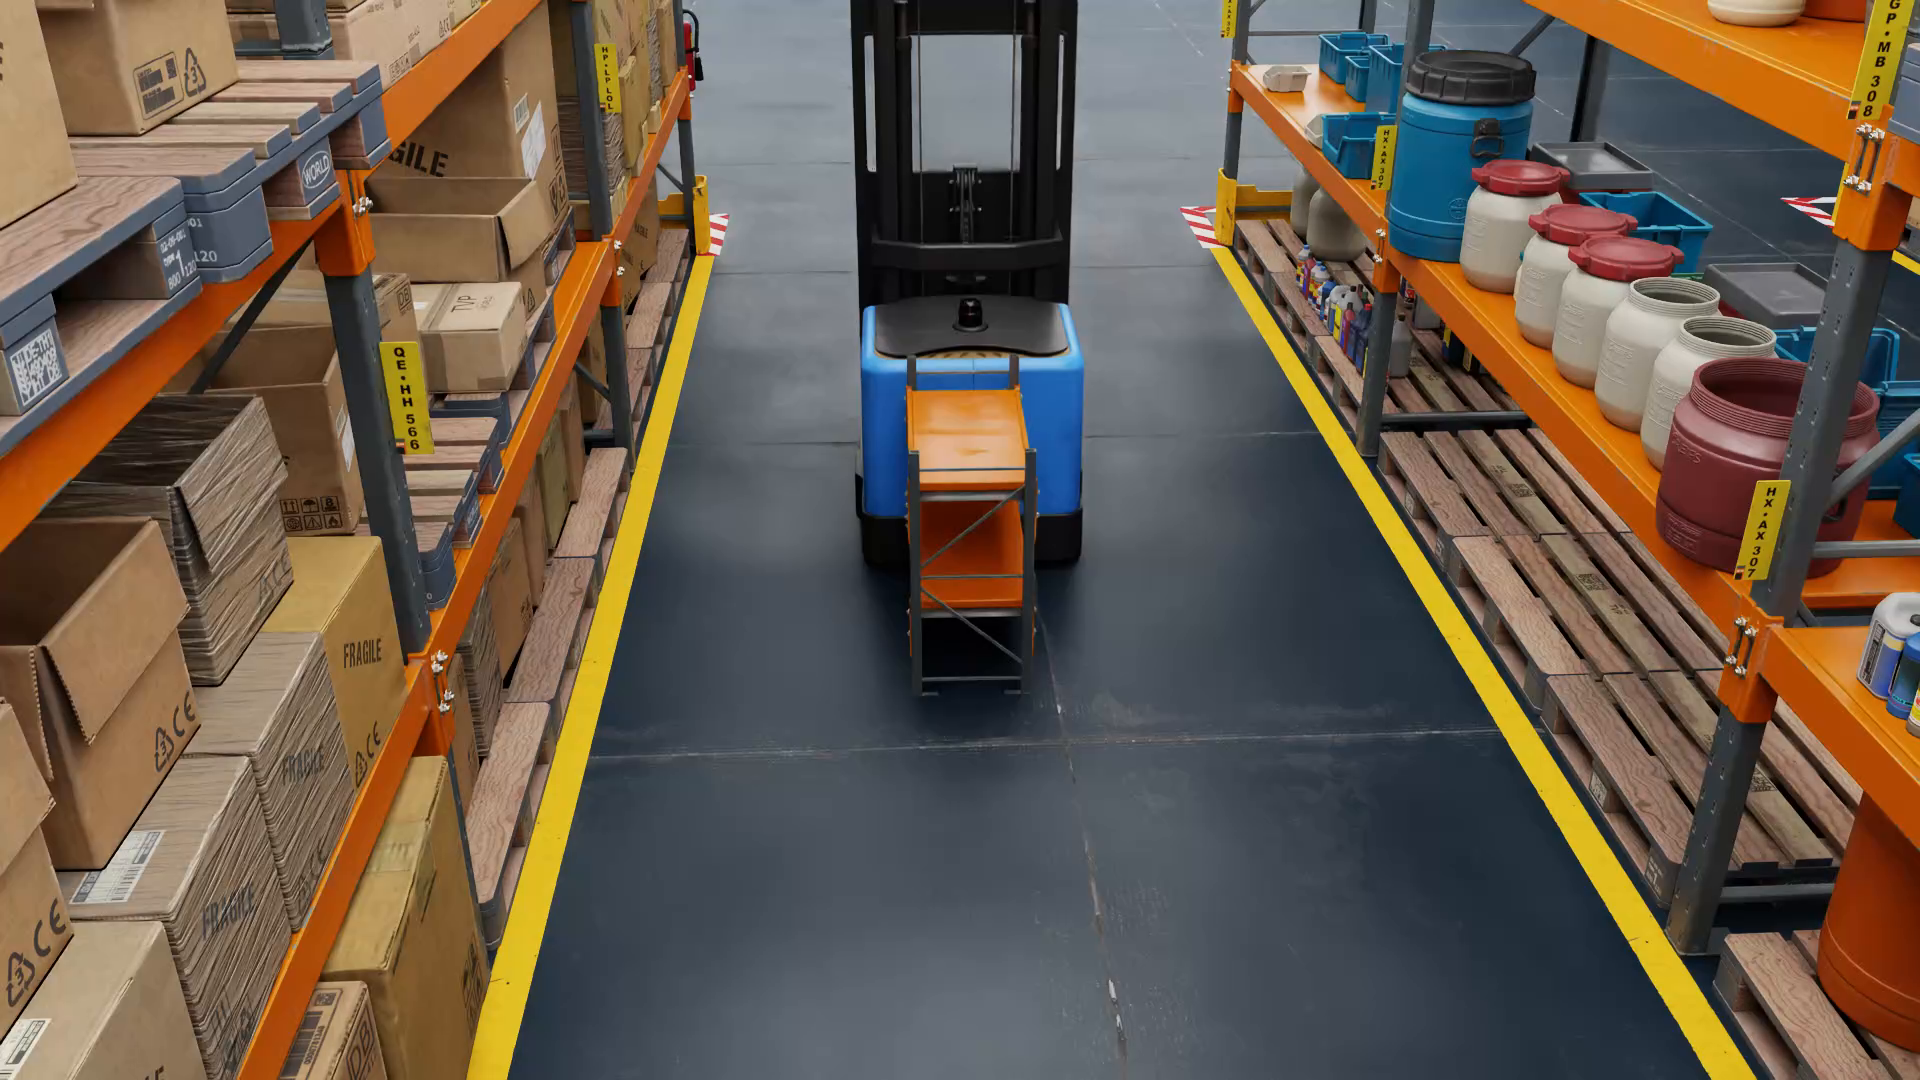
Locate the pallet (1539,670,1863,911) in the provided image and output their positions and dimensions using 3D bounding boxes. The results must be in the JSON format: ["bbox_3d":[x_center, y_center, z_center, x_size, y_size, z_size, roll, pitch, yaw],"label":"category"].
[{"bbox_3d":[2.901,0.907,6.283,1.003,0.211,1.213,-1,28,-3],"label":"pallet"}]

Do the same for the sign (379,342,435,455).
[{"bbox_3d":[-1.489,-0.380,4.482,0.100,0.325,0.005,-1,28,-3],"label":"sign"}]

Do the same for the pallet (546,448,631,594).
[{"bbox_3d":[-2.210,-0.103,8.218,1.003,0.211,1.213,-1,28,-3],"label":"pallet"}]

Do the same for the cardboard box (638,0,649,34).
[{"bbox_3d":[-2.112,-3.224,9.678,0.500,0.500,0.500,-1,28,-3],"label":"cardboard box"}]

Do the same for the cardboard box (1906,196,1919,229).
[{"bbox_3d":[7.238,-2.497,12.314,0.500,0.250,0.500,-1,28,-3],"label":"cardboard box"}]

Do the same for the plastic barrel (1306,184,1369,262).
[{"bbox_3d":[2.622,-2.215,11.489,0.421,0.512,0.421,0,28,0],"label":"plastic barrel"}]

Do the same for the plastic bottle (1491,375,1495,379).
[{"bbox_3d":[3.105,-1.024,9.520,0.097,0.201,0.097,0,28,0],"label":"plastic bottle"}]

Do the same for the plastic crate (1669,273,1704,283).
[{"bbox_3d":[3.067,-0.927,7.012,0.450,0.188,0.662,-1,28,-3],"label":"plastic crate"}]

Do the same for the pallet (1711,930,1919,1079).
[{"bbox_3d":[2.986,1.629,4.899,1.003,0.211,1.213,-1,28,-3],"label":"pallet"}]

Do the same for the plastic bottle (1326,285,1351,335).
[{"bbox_3d":[2.341,-1.409,10.177,0.152,0.276,0.135,-1,28,-2],"label":"plastic bottle"}]

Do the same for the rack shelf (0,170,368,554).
[{"bbox_3d":[-1.939,0.061,2.423,1.077,0.370,4.000,-1,28,-3],"label":"rack shelf"}]

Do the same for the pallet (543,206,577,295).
[{"bbox_3d":[-2.358,-1.257,7.624,1.003,0.211,1.213,-1,28,-3],"label":"pallet"}]

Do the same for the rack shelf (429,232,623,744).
[{"bbox_3d":[-2.148,-0.456,6.658,1.077,0.370,4.000,-1,28,-3],"label":"rack shelf"}]

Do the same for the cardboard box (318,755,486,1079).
[{"bbox_3d":[-2.028,1.224,4.503,1.225,0.875,0.875,-3,28,-5],"label":"cardboard box"}]

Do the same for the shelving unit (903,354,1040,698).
[{"bbox_3d":[0.031,-0.084,7.194,0.538,1.125,1.048,-1,28,-2],"label":"shelving unit"}]

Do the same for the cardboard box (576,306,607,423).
[{"bbox_3d":[-2.233,-0.962,9.100,0.500,0.500,0.500,-2,28,-4],"label":"cardboard box"}]

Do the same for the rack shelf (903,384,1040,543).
[{"bbox_3d":[0.031,-0.343,7.058,0.538,0.278,1.000,-1,28,-2],"label":"rack shelf"}]

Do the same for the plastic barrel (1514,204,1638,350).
[{"bbox_3d":[2.563,-1.092,6.954,0.433,0.535,0.433,0,28,0],"label":"plastic barrel"}]

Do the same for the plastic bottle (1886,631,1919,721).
[{"bbox_3d":[2.581,0.348,4.478,0.097,0.271,0.097,0,28,0],"label":"plastic bottle"}]

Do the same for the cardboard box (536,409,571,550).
[{"bbox_3d":[-2.236,-0.280,7.771,0.700,0.500,0.500,-2,28,-3],"label":"cardboard box"}]

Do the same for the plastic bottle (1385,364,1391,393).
[{"bbox_3d":[2.364,-0.932,9.344,0.097,0.201,0.097,0,28,0],"label":"plastic bottle"}]

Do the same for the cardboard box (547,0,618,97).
[{"bbox_3d":[-2.022,-2.532,8.350,0.500,0.500,0.500,-1,28,-3],"label":"cardboard box"}]

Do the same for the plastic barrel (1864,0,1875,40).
[{"bbox_3d":[3.077,-1.908,4.878,0.600,0.901,0.600,0,28,0],"label":"plastic barrel"}]

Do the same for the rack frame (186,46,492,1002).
[{"bbox_3d":[-2.043,0.149,4.721,1.000,3.000,0.127,-1,28,-3],"label":"rack frame"}]

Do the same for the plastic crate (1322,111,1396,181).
[{"bbox_3d":[2.365,-2.257,9.494,0.499,0.251,0.616,-1,28,-3],"label":"plastic crate"}]

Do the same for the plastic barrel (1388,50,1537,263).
[{"bbox_3d":[2.412,-1.855,8.020,0.600,0.901,0.708,-1,28,-3],"label":"plastic barrel"}]

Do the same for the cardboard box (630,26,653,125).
[{"bbox_3d":[-2.316,-2.776,9.899,0.875,0.500,0.500,-1,28,-3],"label":"cardboard box"}]

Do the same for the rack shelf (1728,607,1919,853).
[{"bbox_3d":[3.007,1.272,3.346,1.077,0.370,4.000,-1,28,-3],"label":"rack shelf"}]

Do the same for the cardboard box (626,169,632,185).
[{"bbox_3d":[-2.026,-2.039,9.188,0.380,0.149,0.250,-1,28,-3],"label":"cardboard box"}]

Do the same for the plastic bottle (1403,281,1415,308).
[{"bbox_3d":[2.888,-1.589,10.604,0.097,0.201,0.097,0,28,0],"label":"plastic bottle"}]

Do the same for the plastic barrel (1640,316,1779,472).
[{"bbox_3d":[2.636,-0.490,5.826,0.421,0.512,0.421,0,28,0],"label":"plastic barrel"}]

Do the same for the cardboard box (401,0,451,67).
[{"bbox_3d":[-1.840,-1.575,4.945,0.500,0.250,0.500,-1,28,-1],"label":"cardboard box"}]

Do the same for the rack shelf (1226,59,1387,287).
[{"bbox_3d":[2.590,-2.423,10.429,1.077,0.370,4.000,-1,28,-3],"label":"rack shelf"}]

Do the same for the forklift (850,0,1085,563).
[{"bbox_3d":[0.009,-1.834,8.597,1.130,2.935,3.031,-1,28,-2],"label":"forklift"}]

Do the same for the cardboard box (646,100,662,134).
[{"bbox_3d":[-2.057,-2.618,10.297,0.380,0.149,0.250,-1,28,-3],"label":"cardboard box"}]

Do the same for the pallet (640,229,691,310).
[{"bbox_3d":[-2.450,-1.898,11.661,1.003,0.211,1.213,-1,28,-3],"label":"pallet"}]

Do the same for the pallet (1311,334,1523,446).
[{"bbox_3d":[2.701,-0.893,9.734,1.003,0.211,1.213,-1,28,-3],"label":"pallet"}]

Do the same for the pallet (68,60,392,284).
[{"bbox_3d":[-1.957,-0.801,3.504,1.213,0.211,1.003,0,28,0],"label":"pallet"}]

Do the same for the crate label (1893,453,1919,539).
[{"bbox_3d":[3.255,-0.100,5.380,0.303,0.233,0.416,-1,28,-3],"label":"crate label"}]

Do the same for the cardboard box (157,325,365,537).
[{"bbox_3d":[-2.111,-0.330,5.077,0.500,0.500,0.500,-5,28,-9],"label":"cardboard box"}]

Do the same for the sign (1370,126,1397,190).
[{"bbox_3d":[2.144,-1.933,8.413,0.100,0.325,0.005,-1,28,-3],"label":"sign"}]

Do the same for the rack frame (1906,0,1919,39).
[{"bbox_3d":[2.903,-2.631,3.563,1.000,3.000,0.127,-1,28,-3],"label":"rack frame"}]

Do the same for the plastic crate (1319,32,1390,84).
[{"bbox_3d":[2.810,-3.375,11.639,0.499,0.251,0.616,-1,28,-3],"label":"plastic crate"}]

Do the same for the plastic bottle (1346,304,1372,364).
[{"bbox_3d":[2.363,-1.218,9.730,0.144,0.351,0.185,-3,28,-5],"label":"plastic bottle"}]

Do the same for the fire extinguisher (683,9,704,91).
[{"bbox_3d":[-2.007,-3.575,11.945,0.296,0.674,0.183,-1,28,-3],"label":"fire extinguisher"}]

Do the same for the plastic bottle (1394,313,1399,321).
[{"bbox_3d":[2.509,-1.200,9.776,0.152,0.276,0.135,-1,28,-3],"label":"plastic bottle"}]

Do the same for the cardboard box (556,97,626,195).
[{"bbox_3d":[-2.214,-2.084,8.572,0.875,0.500,0.500,-1,28,-3],"label":"cardboard box"}]

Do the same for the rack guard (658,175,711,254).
[{"bbox_3d":[-2.457,-2.402,12.315,1.175,0.500,0.348,-1,28,-3],"label":"rack guard"}]

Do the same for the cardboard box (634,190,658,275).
[{"bbox_3d":[-2.380,-2.060,11.204,0.500,0.500,0.500,6,28,11],"label":"cardboard box"}]

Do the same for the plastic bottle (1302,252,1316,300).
[{"bbox_3d":[2.262,-1.706,10.739,0.061,0.283,0.133,-1,28,-2],"label":"plastic bottle"}]

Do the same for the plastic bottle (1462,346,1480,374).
[{"bbox_3d":[2.965,-1.112,9.601,0.061,0.283,0.133,-1,28,-3],"label":"plastic bottle"}]

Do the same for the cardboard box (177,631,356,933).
[{"bbox_3d":[-1.750,0.557,3.831,0.500,0.500,0.500,-2,28,-3],"label":"cardboard box"}]

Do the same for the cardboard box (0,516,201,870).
[{"bbox_3d":[-1.990,0.299,3.241,0.797,0.503,0.637,-1,28,-1],"label":"cardboard box"}]

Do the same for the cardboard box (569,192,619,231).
[{"bbox_3d":[-1.963,-1.694,8.525,0.380,0.149,0.250,-1,28,-3],"label":"cardboard box"}]

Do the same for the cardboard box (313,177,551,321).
[{"bbox_3d":[-2.069,-1.132,6.611,0.797,0.503,0.637,1,28,3],"label":"cardboard box"}]

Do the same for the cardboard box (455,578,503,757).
[{"bbox_3d":[-2.140,0.497,6.280,0.700,0.500,0.500,-4,28,-7],"label":"cardboard box"}]

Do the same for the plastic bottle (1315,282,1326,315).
[{"bbox_3d":[2.297,-1.525,10.480,0.097,0.201,0.097,0,28,0],"label":"plastic bottle"}]
